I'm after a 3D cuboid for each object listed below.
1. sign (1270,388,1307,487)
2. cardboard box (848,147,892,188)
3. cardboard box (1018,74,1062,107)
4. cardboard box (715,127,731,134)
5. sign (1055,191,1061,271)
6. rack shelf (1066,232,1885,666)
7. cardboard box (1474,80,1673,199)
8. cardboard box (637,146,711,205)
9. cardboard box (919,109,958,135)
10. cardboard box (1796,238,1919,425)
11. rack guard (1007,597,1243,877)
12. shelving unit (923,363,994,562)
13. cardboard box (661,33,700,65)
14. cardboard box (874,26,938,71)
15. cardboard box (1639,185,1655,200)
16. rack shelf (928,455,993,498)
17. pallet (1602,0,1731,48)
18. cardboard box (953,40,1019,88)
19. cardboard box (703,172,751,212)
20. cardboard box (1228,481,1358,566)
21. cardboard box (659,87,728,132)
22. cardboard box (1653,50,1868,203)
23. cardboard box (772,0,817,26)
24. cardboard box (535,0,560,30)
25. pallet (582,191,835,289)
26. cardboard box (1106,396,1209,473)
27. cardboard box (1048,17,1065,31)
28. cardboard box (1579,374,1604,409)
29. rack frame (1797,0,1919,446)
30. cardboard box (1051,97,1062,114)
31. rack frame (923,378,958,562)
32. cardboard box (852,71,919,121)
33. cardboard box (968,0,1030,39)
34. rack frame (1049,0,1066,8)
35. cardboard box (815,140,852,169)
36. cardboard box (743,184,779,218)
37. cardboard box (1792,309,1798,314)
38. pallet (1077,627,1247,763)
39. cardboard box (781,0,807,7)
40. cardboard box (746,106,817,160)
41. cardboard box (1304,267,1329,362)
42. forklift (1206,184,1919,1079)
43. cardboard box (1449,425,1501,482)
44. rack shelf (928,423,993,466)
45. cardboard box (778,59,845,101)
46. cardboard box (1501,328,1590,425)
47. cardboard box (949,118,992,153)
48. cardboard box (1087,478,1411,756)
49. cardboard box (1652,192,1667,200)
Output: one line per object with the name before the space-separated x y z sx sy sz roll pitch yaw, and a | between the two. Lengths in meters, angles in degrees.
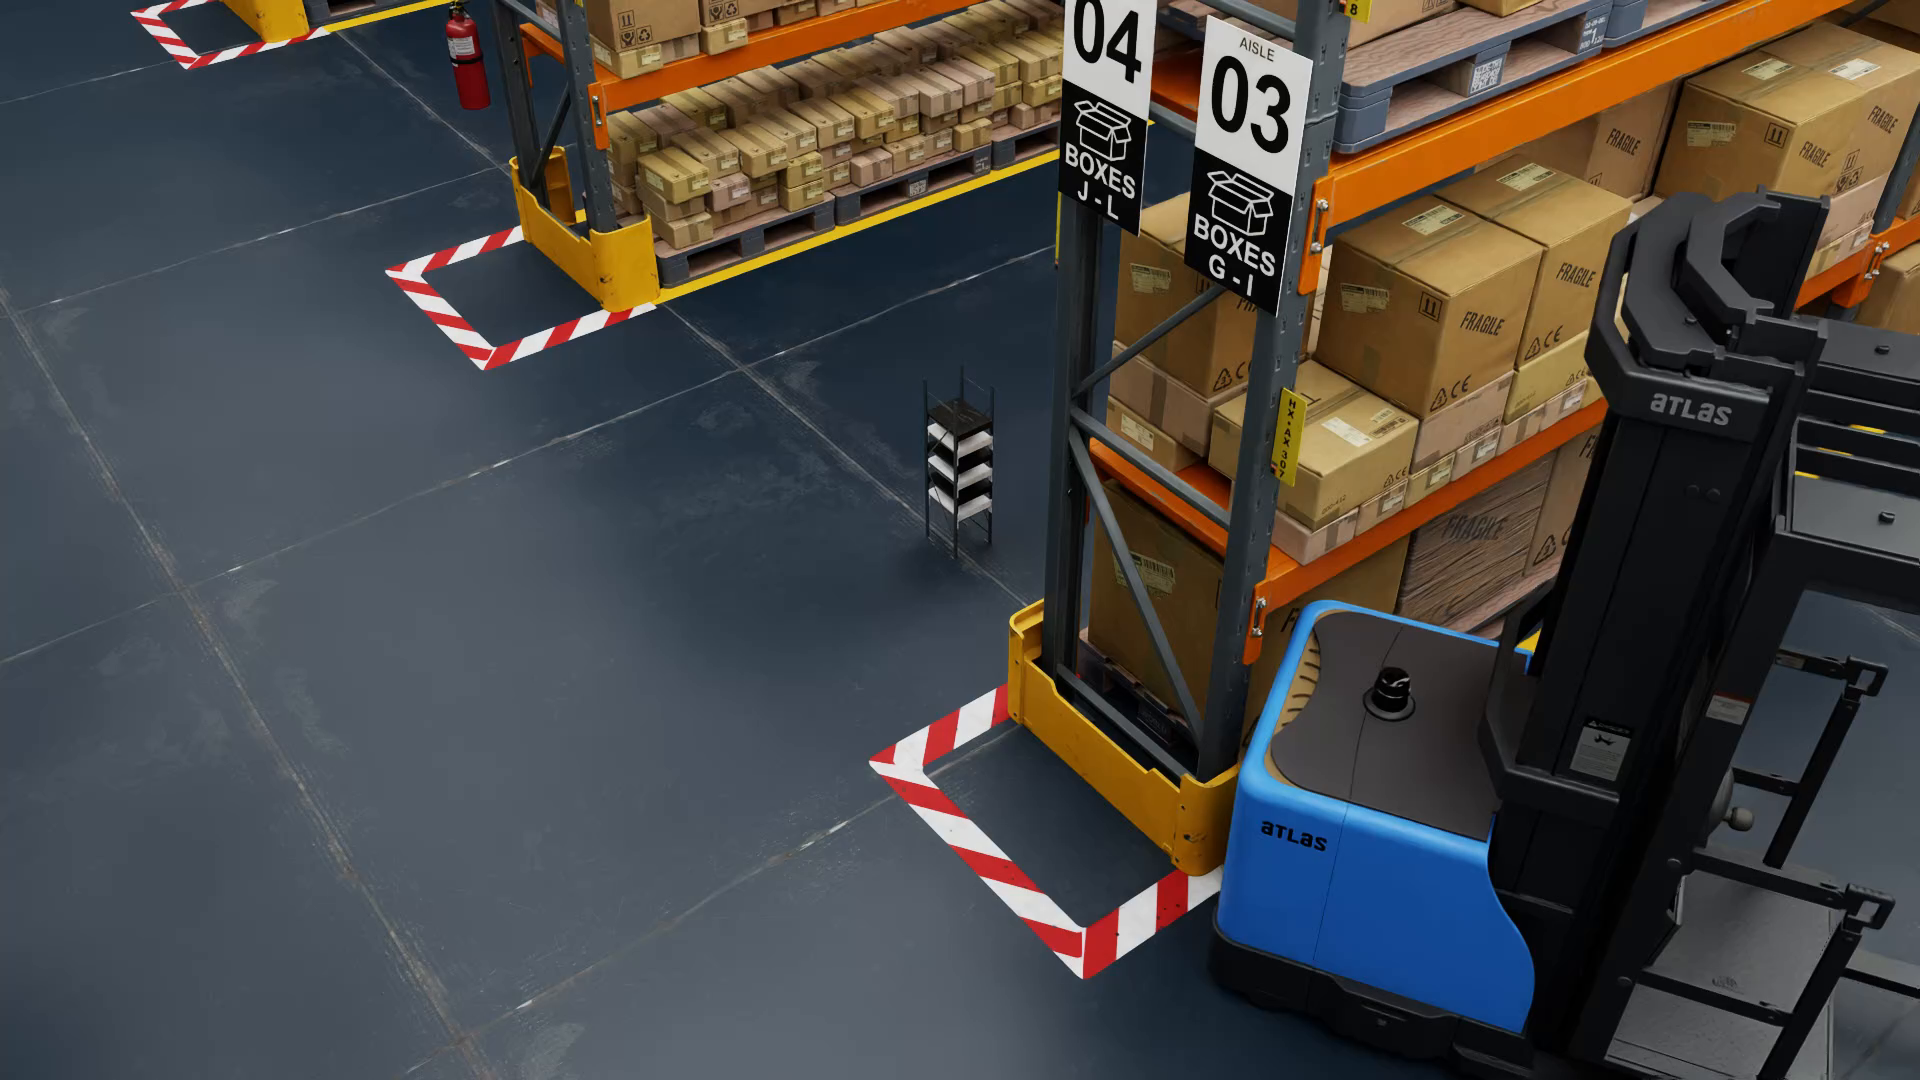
sign | 1.018 -0.316 5.159 0.005 0.325 0.100 -26 46 -28
cardboard box | -0.632 -2.352 10.302 0.250 0.149 0.380 -28 47 -30
cardboard box | 0.449 -2.982 10.835 0.250 0.149 0.380 -28 47 -29
cardboard box | -1.602 -2.490 10.236 0.250 0.149 0.380 -28 47 -30
sign | 0.365 -1.050 5.698 0.005 0.325 0.100 -26 46 -28
rack shelf | 2.271 -0.727 6.972 4.000 0.370 1.077 -26 46 -28
cardboard box | 2.516 -1.679 6.857 0.500 0.500 0.500 -27 47 -29
cardboard box | -1.635 -2.087 9.511 0.250 0.149 0.380 -28 47 -30
cardboard box | -0.224 -2.732 10.531 0.250 0.149 0.380 -28 47 -30
cardboard box | 4.352 -1.376 8.540 0.875 0.875 1.225 -26 46 -28
rack guard | 0.666 0.744 6.583 0.348 0.500 1.175 -26 46 -28
shelving unit | -0.006 -0.345 7.594 0.210 0.900 0.258 -26 46 -28
cardboard box | -1.624 -2.748 9.066 0.250 0.149 0.380 -24 45 -27
cardboard box | -0.355 -3.204 10.872 0.250 0.149 0.380 -25 46 -27
cardboard box | 2.927 -1.596 7.347 0.500 0.250 0.500 -26 46 -28
rack shelf | -0.006 -0.319 7.615 0.200 0.077 0.258 -26 46 -28
pallet | 2.235 -2.124 5.812 1.213 0.211 1.003 -26 46 -28
cardboard box | 0.166 -3.054 10.688 0.250 0.149 0.380 -24 45 -27
cardboard box | -1.434 -2.092 9.750 0.250 0.149 0.380 -26 46 -28
cardboard box | 1.167 -0.106 5.846 0.250 0.149 0.380 -25 46 -28
cardboard box | -1.630 -2.620 10.160 0.250 0.149 0.380 -27 46 -29
cardboard box | 3.255 -1.621 6.787 0.500 0.500 0.500 -26 46 -28
cardboard box | -1.026 -3.087 9.479 0.250 0.149 0.380 -26 46 -28
cardboard box | -2.171 -2.937 9.296 0.250 0.149 0.380 -26 46 -28
pallet | -1.532 -2.013 10.171 1.213 0.211 1.003 -26 46 -28
cardboard box | 0.766 -0.438 6.251 0.250 0.149 0.380 -25 46 -27
cardboard box | 0.791 -3.333 11.029 0.250 0.149 0.380 -25 45 -27
cardboard box | 2.386 -0.701 6.572 0.250 0.149 0.380 -27 47 -29
rack frame | 3.856 -1.778 7.686 0.127 3.000 1.000 -26 46 -28
cardboard box | 0.554 -2.990 11.080 0.250 0.149 0.380 -25 45 -27
rack frame | -0.087 -0.305 7.546 0.006 0.900 0.240 -26 46 -28
cardboard box | -0.463 -2.751 10.320 0.250 0.149 0.380 -26 46 -28
cardboard box | 0.260 -3.496 11.228 0.250 0.149 0.380 -24 45 -26
rack frame | 0.914 -4.311 10.774 0.127 3.000 1.000 -26 46 -28
cardboard box | -0.872 -2.426 10.157 0.250 0.149 0.380 -28 47 -30
cardboard box | -1.297 -2.109 10.006 0.250 0.149 0.380 -25 46 -28
cardboard box | 3.284 -0.904 7.965 0.875 0.875 0.875 -26 46 -28
pallet | 1.271 0.498 7.111 1.213 0.211 1.003 -26 46 -28
cardboard box | -0.928 -3.356 9.297 0.500 0.500 0.500 -25 46 -28
cardboard box | -1.066 -2.425 9.922 0.250 0.149 0.380 -28 47 -30
cardboard box | 1.310 -0.806 6.384 0.500 0.250 0.500 -27 46 -29
forklift | 2.444 0.531 4.926 3.031 2.935 1.130 15 42 17
cardboard box | 1.779 -0.407 6.212 0.250 0.149 0.380 -27 46 -29
rack shelf | -0.006 -0.458 7.501 0.200 0.077 0.258 -26 46 -28
cardboard box | -0.930 -2.866 10.460 0.250 0.149 0.380 -28 47 -29
cardboard box | 2.039 -0.736 6.299 0.500 0.250 0.500 -28 47 -29
cardboard box | -0.010 -2.649 10.664 0.250 0.149 0.380 -26 46 -28
cardboard box | 1.143 0.139 6.693 0.875 0.875 0.875 -26 46 -28
cardboard box | 3.257 -1.331 7.025 0.500 0.250 0.500 -25 45 -27
